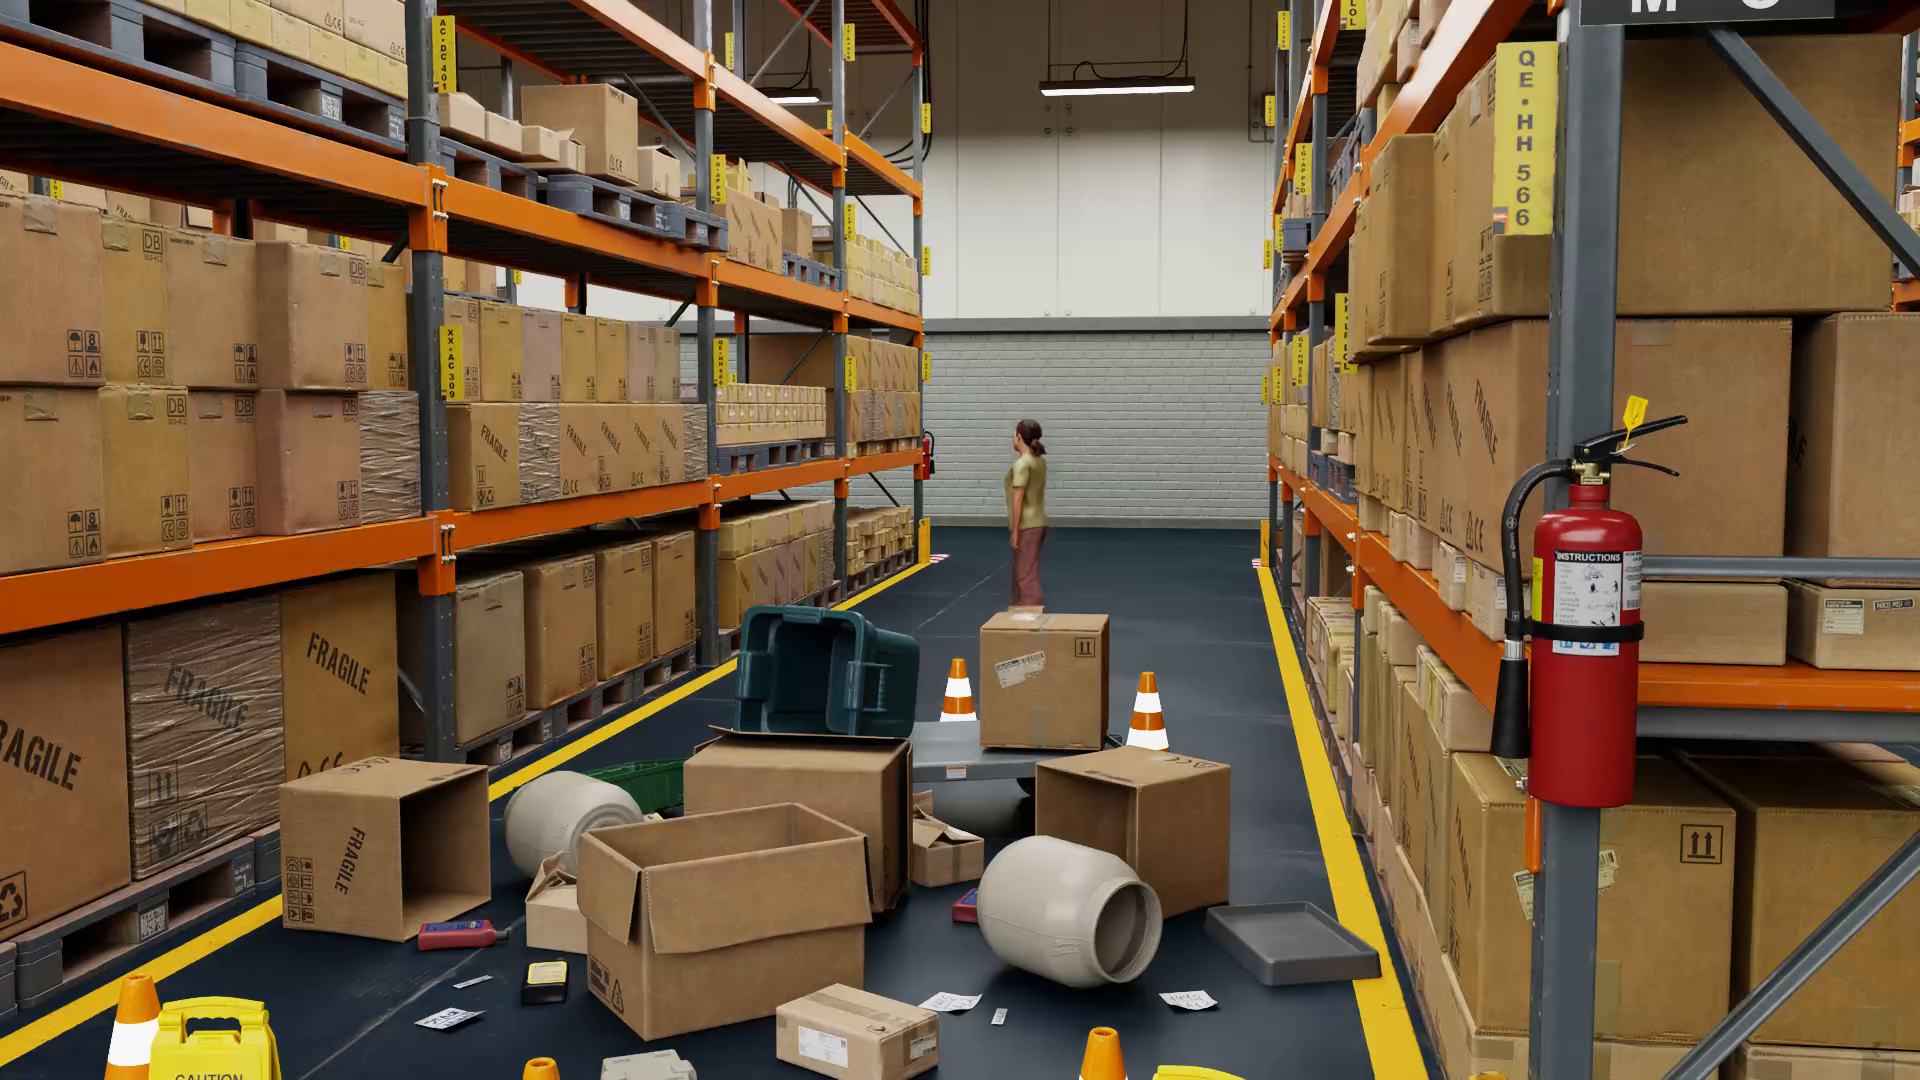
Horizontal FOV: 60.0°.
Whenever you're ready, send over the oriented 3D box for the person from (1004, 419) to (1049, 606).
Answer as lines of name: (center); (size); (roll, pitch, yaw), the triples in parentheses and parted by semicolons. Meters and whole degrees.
person: (0.416, -0.053, 12.252); (0.527, 1.673, 0.507); (2, 5, 21)
